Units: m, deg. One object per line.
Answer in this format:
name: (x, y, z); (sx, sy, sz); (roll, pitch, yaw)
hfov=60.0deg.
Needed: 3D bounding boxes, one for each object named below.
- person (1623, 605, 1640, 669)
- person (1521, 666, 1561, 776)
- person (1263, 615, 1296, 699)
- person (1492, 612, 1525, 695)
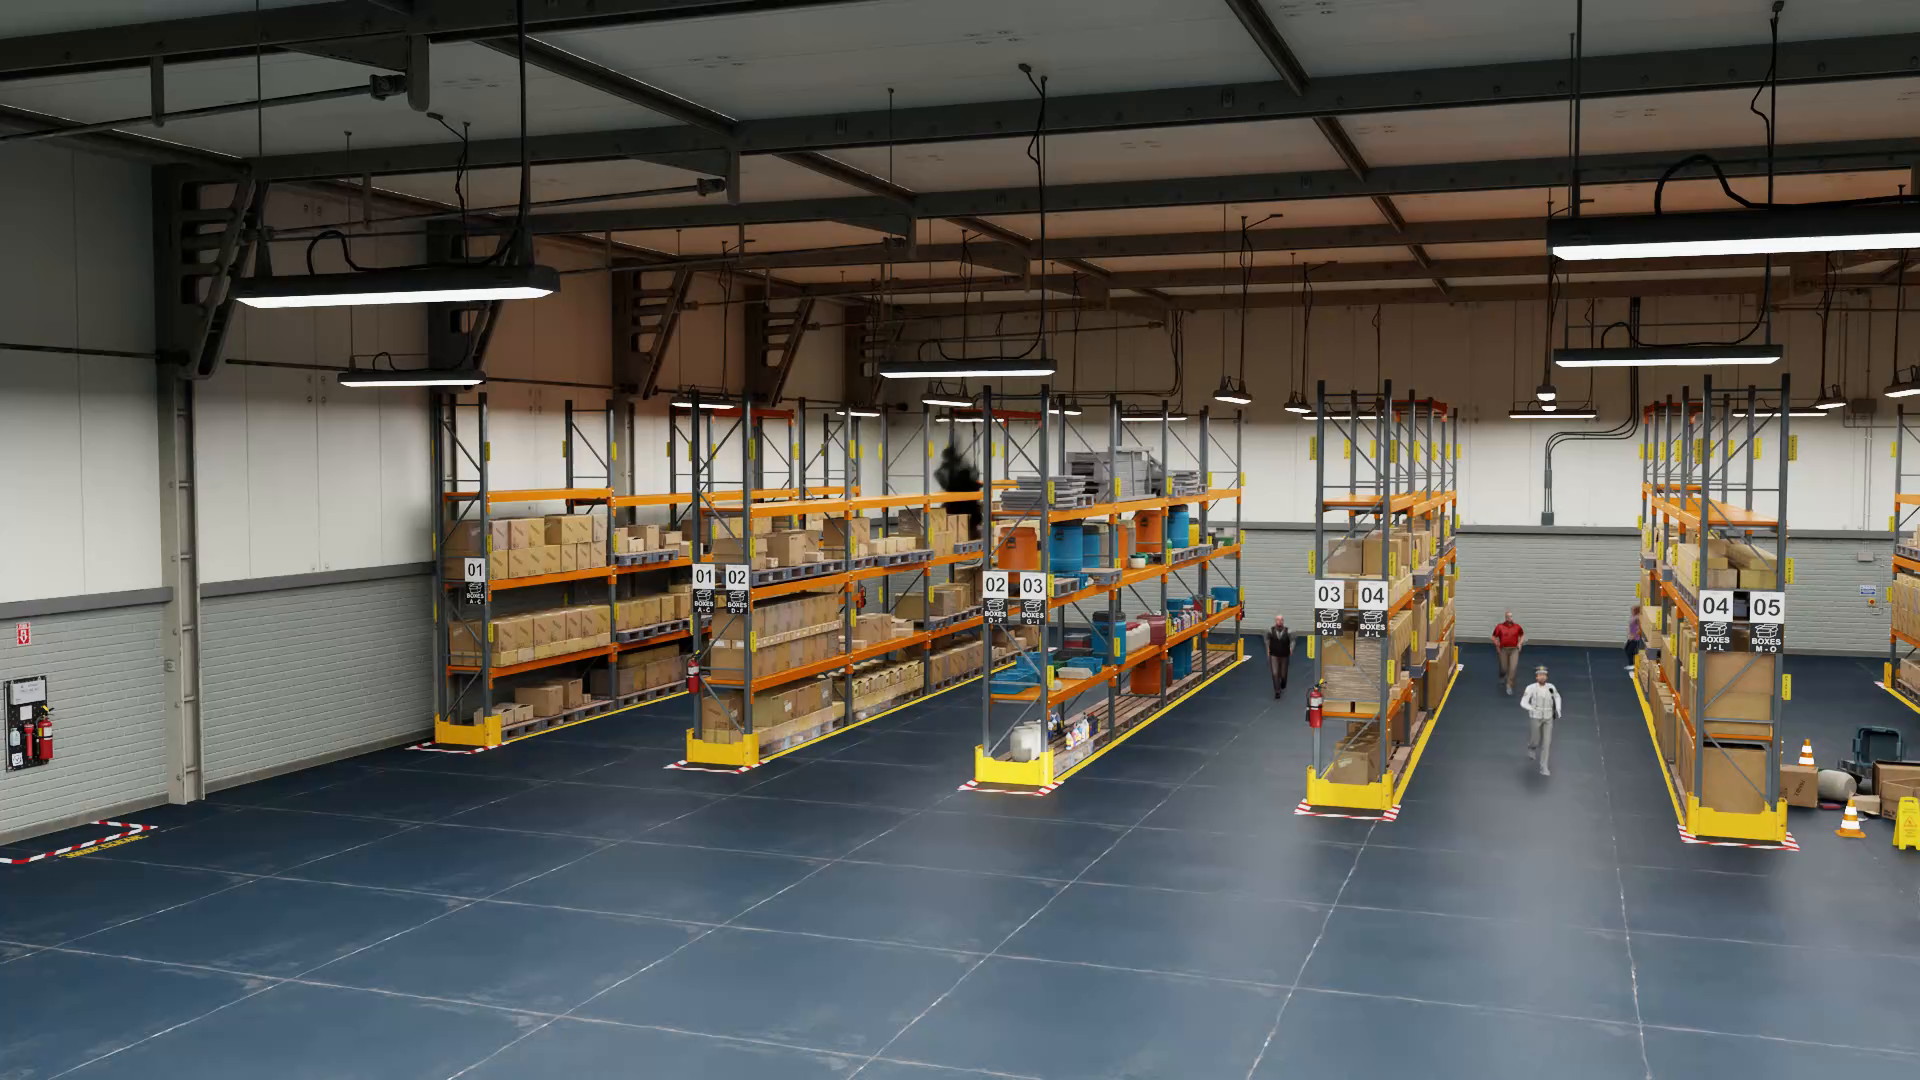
person: (15.539, 2.241, 38.028); (0.570, 1.537, 0.613); (0, 3, 9)
person: (9.068, 2.784, 25.883); (0.630, 1.656, 0.934); (0, 3, 9)
person: (6.518, 2.364, 33.938); (0.645, 1.682, 0.753); (1, 3, 12)
person: (11.387, 2.334, 34.509); (0.665, 1.691, 0.733); (1, 3, 12)
